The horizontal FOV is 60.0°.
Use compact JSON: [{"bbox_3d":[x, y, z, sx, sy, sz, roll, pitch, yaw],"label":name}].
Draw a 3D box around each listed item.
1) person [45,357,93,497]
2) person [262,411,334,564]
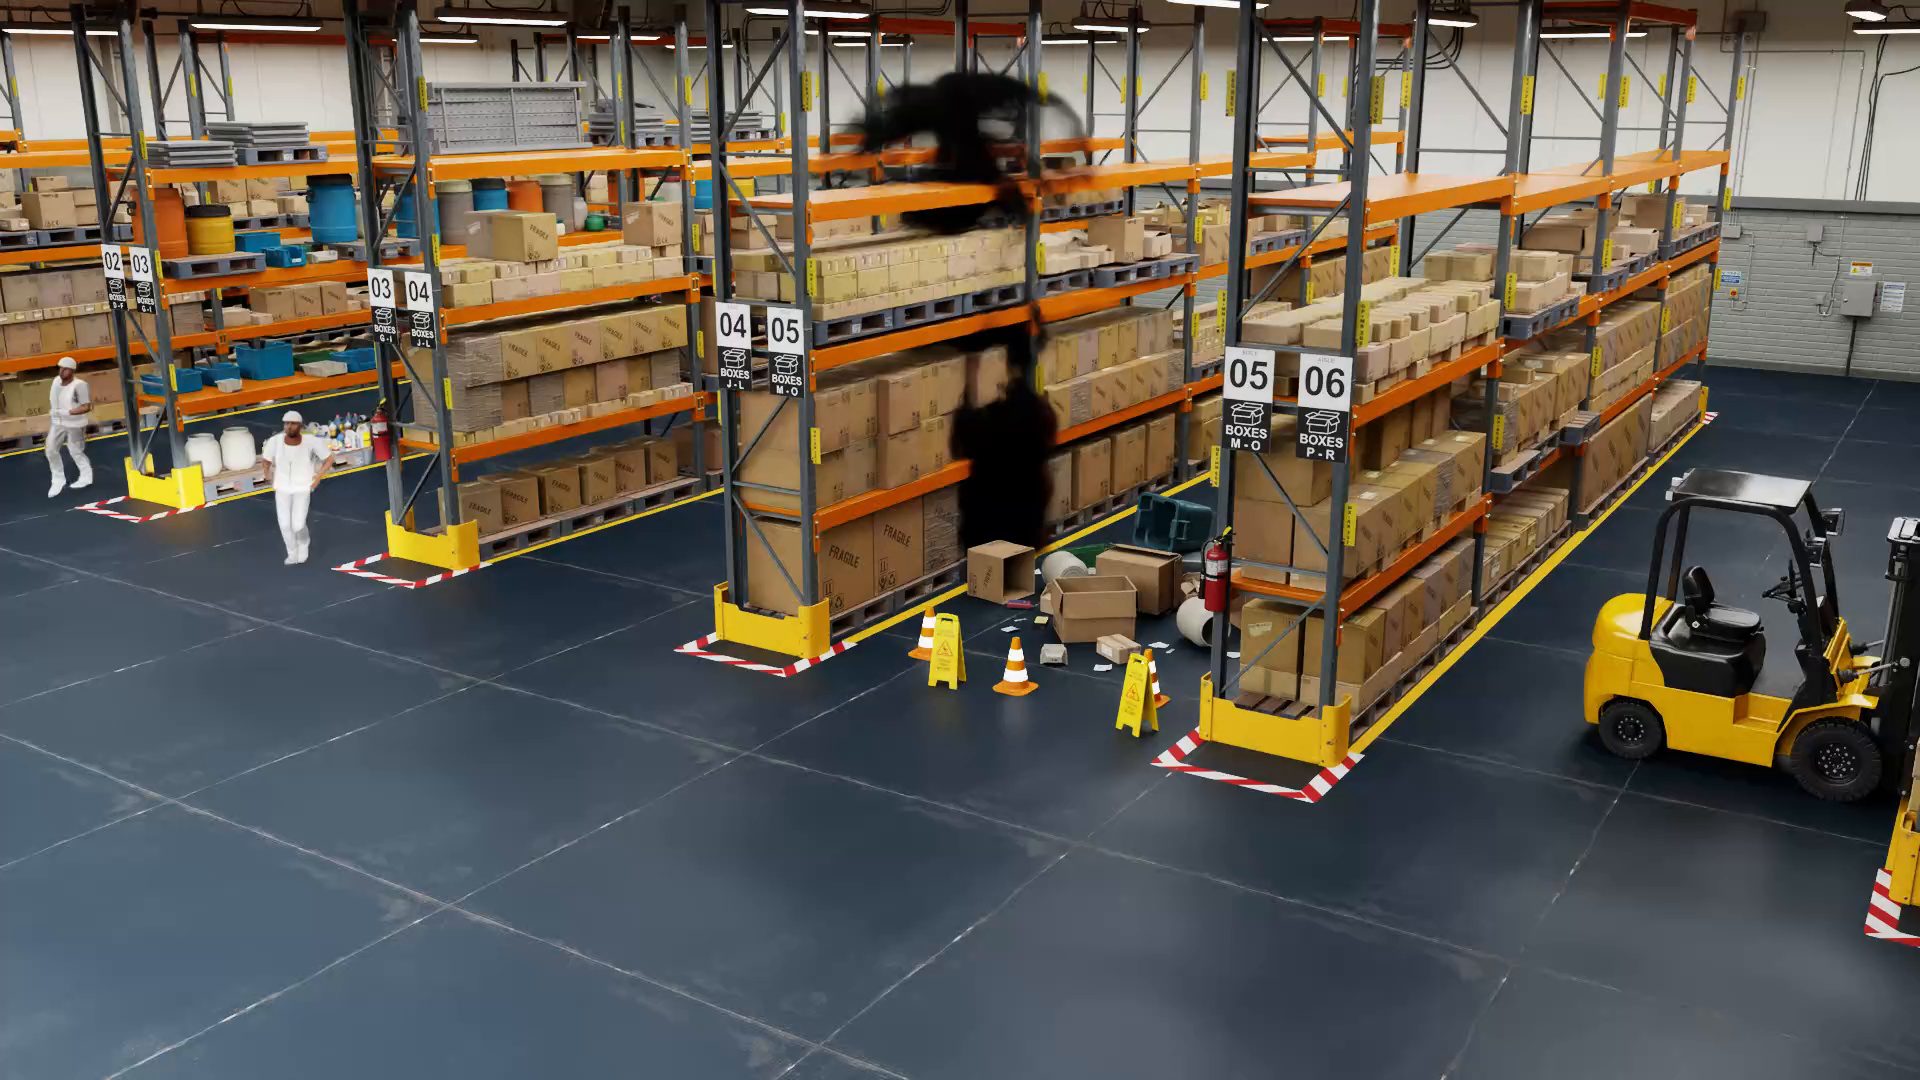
[{"bbox_3d":[-11.312,-1.454,21.185,0.673,1.787,0.693,3,16,10],"label":"person"},{"bbox_3d":[-7.171,-0.544,17.948,0.709,1.717,0.605,0,16,-2],"label":"person"}]
